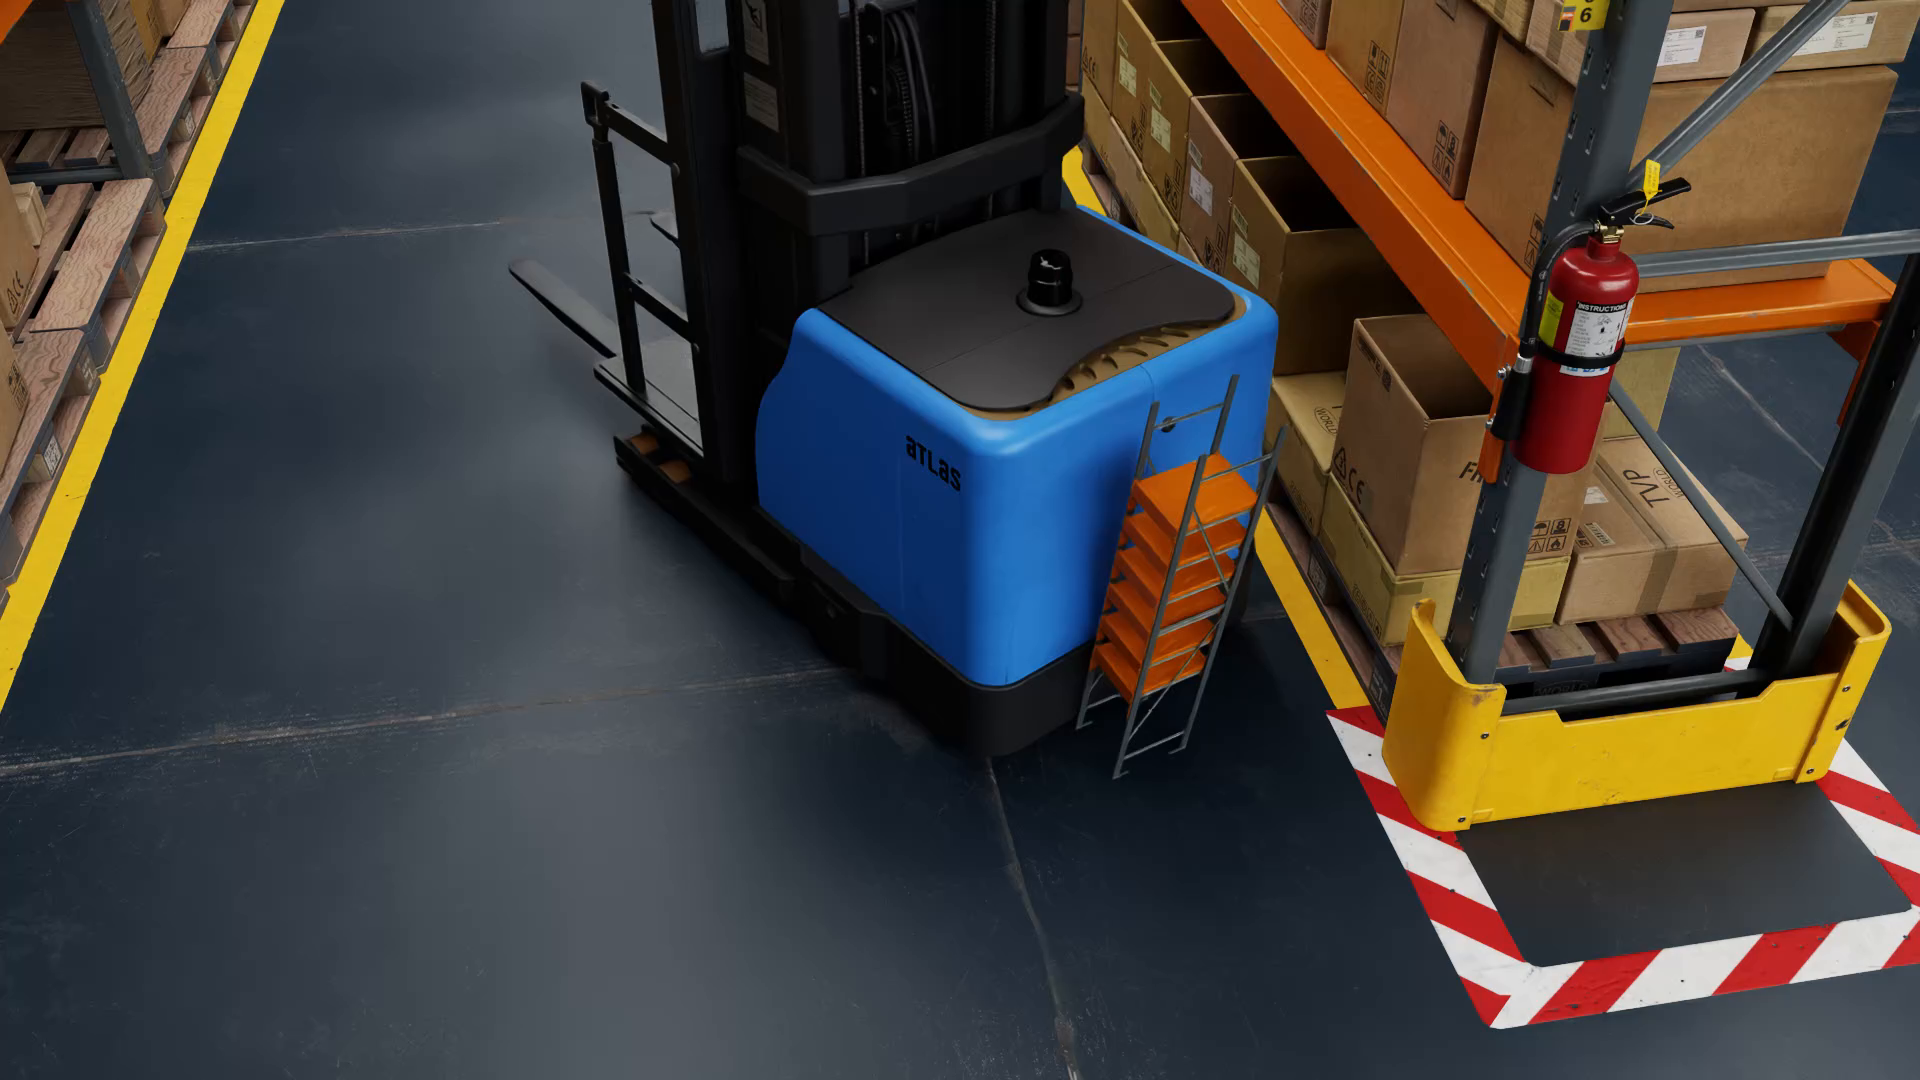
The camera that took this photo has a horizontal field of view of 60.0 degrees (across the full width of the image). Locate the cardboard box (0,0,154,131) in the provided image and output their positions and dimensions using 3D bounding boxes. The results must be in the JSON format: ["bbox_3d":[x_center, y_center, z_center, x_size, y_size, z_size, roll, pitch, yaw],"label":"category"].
[{"bbox_3d":[-3.991,-2.118,7.211,0.700,0.500,0.500,-5,38,-6],"label":"cardboard box"}]

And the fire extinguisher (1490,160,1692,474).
[{"bbox_3d":[1.295,-0.456,3.455,0.296,0.674,0.183,-6,38,-8],"label":"fire extinguisher"}]

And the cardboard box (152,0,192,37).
[{"bbox_3d":[-4.181,-2.738,8.008,0.700,0.500,0.500,-6,38,-7],"label":"cardboard box"}]

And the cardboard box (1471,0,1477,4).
[{"bbox_3d":[1.385,-1.426,4.031,0.380,0.149,0.250,-7,38,-9],"label":"cardboard box"}]

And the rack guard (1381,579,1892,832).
[{"bbox_3d":[1.736,0.394,4.336,1.175,0.500,0.348,-6,38,-8],"label":"rack guard"}]

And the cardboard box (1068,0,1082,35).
[{"bbox_3d":[0.678,-2.539,7.515,0.500,0.311,0.500,-6,38,-8],"label":"cardboard box"}]

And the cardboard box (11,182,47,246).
[{"bbox_3d":[-3.722,-1.224,6.331,0.380,0.166,0.250,-11,39,-14],"label":"cardboard box"}]

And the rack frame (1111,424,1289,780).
[{"bbox_3d":[0.562,0.193,4.039,0.240,1.200,0.006,-20,52,-23],"label":"rack frame"}]

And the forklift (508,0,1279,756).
[{"bbox_3d":[-0.477,-1.424,4.694,1.130,2.935,3.031,-27,45,-30],"label":"forklift"}]

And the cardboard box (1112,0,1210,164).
[{"bbox_3d":[0.899,-1.785,6.391,0.500,0.500,0.500,-6,38,-8],"label":"cardboard box"}]

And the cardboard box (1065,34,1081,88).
[{"bbox_3d":[0.673,-2.323,7.694,0.500,0.250,0.500,-7,38,-8],"label":"cardboard box"}]

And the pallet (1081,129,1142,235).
[{"bbox_3d":[1.129,-1.438,6.929,1.003,0.211,1.213,-6,38,-8],"label":"pallet"}]

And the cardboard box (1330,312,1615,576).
[{"bbox_3d":[1.345,-0.276,4.448,0.500,0.500,0.500,-6,38,-8],"label":"cardboard box"}]

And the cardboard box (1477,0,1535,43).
[{"bbox_3d":[1.430,-1.272,3.832,0.380,0.149,0.250,-5,38,-7],"label":"cardboard box"}]

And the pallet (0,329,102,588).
[{"bbox_3d":[-3.476,-0.247,5.396,1.003,0.211,1.213,-6,38,-8],"label":"pallet"}]

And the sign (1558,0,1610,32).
[{"bbox_3d":[1.195,-1.109,3.095,0.100,0.325,0.005,-6,38,-8],"label":"sign"}]

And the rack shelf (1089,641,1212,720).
[{"bbox_3d":[0.491,0.325,4.297,0.258,0.103,0.180,-20,52,-23],"label":"rack shelf"}]

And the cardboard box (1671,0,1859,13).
[{"bbox_3d":[1.653,-1.475,3.565,0.700,0.500,0.500,-6,38,-8],"label":"cardboard box"}]

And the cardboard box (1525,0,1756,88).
[{"bbox_3d":[1.477,-1.114,3.629,0.380,0.149,0.250,-7,38,-9],"label":"cardboard box"}]

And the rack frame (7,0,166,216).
[{"bbox_3d":[-3.846,-2.489,6.009,1.000,3.000,0.127,-6,38,-8],"label":"rack frame"}]

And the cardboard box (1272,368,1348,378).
[{"bbox_3d":[1.158,-0.583,5.454,0.500,0.250,0.500,-6,38,-8],"label":"cardboard box"}]

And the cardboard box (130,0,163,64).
[{"bbox_3d":[-4.131,-2.425,7.605,0.700,0.500,0.500,-7,38,-9],"label":"cardboard box"}]

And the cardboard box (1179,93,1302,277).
[{"bbox_3d":[1.069,-1.181,5.612,0.500,0.500,0.500,-6,38,-8],"label":"cardboard box"}]

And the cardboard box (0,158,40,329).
[{"bbox_3d":[-3.624,-1.053,5.839,0.500,0.500,0.500,-9,39,-11],"label":"cardboard box"}]

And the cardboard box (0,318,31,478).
[{"bbox_3d":[-3.356,-0.480,5.102,0.700,0.500,0.500,-9,39,-11],"label":"cardboard box"}]

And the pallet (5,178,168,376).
[{"bbox_3d":[-3.693,-0.986,6.347,1.003,0.211,1.213,-6,38,-8],"label":"pallet"}]

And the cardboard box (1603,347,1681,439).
[{"bbox_3d":[1.767,-0.634,4.908,0.500,0.500,0.500,-6,38,-8],"label":"cardboard box"}]

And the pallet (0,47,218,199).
[{"bbox_3d":[-3.983,-1.858,7.469,1.003,0.211,1.213,-6,38,-8],"label":"pallet"}]

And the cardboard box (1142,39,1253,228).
[{"bbox_3d":[0.979,-1.482,6.001,0.500,0.500,0.500,-6,38,-8],"label":"cardboard box"}]

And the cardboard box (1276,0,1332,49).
[{"bbox_3d":[1.389,-1.866,5.125,0.700,0.500,0.500,-5,38,-7],"label":"cardboard box"}]

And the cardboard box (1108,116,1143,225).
[{"bbox_3d":[0.896,-1.489,6.620,0.500,0.250,0.500,-6,38,-8],"label":"cardboard box"}]

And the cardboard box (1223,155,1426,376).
[{"bbox_3d":[1.155,-0.878,5.223,0.500,0.500,0.500,-6,38,-8],"label":"cardboard box"}]

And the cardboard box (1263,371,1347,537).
[{"bbox_3d":[1.248,-0.281,5.065,0.500,0.250,0.500,-6,38,-8],"label":"cardboard box"}]

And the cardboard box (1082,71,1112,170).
[{"bbox_3d":[0.814,-1.791,7.010,0.500,0.250,0.500,-6,38,-8],"label":"cardboard box"}]

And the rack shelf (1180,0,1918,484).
[{"bbox_3d":[1.381,-1.532,5.363,1.077,0.370,4.000,-6,38,-8],"label":"rack shelf"}]

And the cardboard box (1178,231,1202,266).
[{"bbox_3d":[1.072,-0.885,5.843,0.500,0.250,0.500,-6,38,-8],"label":"cardboard box"}]

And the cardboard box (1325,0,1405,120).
[{"bbox_3d":[1.485,-1.548,4.716,0.700,0.500,0.500,-6,38,-8],"label":"cardboard box"}]

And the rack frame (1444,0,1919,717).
[{"bbox_3d":[1.732,-0.608,3.588,1.000,3.000,0.127,-6,38,-8],"label":"rack frame"}]

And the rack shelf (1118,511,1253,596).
[{"bbox_3d":[0.535,-0.001,3.948,0.258,0.103,0.180,-20,52,-23],"label":"rack shelf"}]

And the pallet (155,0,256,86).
[{"bbox_3d":[-4.201,-2.596,8.420,1.003,0.211,1.213,-6,38,-8],"label":"pallet"}]

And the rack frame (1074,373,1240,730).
[{"bbox_3d":[0.471,0.071,4.141,0.240,1.200,0.006,-20,52,-23],"label":"rack frame"}]

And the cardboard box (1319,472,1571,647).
[{"bbox_3d":[1.347,0.020,4.678,0.500,0.250,0.500,-6,38,-8],"label":"cardboard box"}]

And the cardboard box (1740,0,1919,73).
[{"bbox_3d":[1.875,-1.164,3.693,0.380,0.149,0.250,-6,38,-8],"label":"cardboard box"}]

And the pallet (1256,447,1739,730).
[{"bbox_3d":[1.557,0.036,5.032,1.003,0.211,1.213,-6,38,-8],"label":"pallet"}]

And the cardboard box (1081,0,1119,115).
[{"bbox_3d":[0.804,-2.086,6.778,0.500,0.500,0.500,-6,38,-8],"label":"cardboard box"}]

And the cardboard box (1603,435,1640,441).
[{"bbox_3d":[1.766,-0.337,5.138,0.500,0.250,0.500,-6,38,-8],"label":"cardboard box"}]

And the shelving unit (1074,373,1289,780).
[{"bbox_3d":[0.517,0.132,4.090,0.258,1.200,0.189,-20,52,-23],"label":"shelving unit"}]

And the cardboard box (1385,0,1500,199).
[{"bbox_3d":[1.566,-1.247,4.329,0.700,0.500,0.500,-5,38,-7],"label":"cardboard box"}]

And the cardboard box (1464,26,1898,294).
[{"bbox_3d":[1.663,-0.931,3.922,0.700,0.500,0.500,-6,38,-8],"label":"cardboard box"}]

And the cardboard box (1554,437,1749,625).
[{"bbox_3d":[1.857,-0.036,4.750,0.500,0.250,0.500,-6,38,-8],"label":"cardboard box"}]

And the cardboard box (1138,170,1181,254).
[{"bbox_3d":[0.979,-1.186,6.231,0.500,0.250,0.500,-6,38,-8],"label":"cardboard box"}]

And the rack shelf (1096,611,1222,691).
[{"bbox_3d":[0.502,0.244,4.210,0.258,0.103,0.180,-20,52,-23],"label":"rack shelf"}]

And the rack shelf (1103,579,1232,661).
[{"bbox_3d":[0.513,0.162,4.122,0.258,0.103,0.180,-20,52,-23],"label":"rack shelf"}]

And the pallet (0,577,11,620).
[{"bbox_3d":[-3.265,0.488,4.450,1.003,0.211,1.213,-6,38,-8],"label":"pallet"}]

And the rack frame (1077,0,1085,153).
[{"bbox_3d":[1.031,-3.024,6.697,1.000,3.000,0.127,-6,38,-8],"label":"rack frame"}]

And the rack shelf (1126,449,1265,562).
[{"bbox_3d":[0.546,-0.083,3.861,0.258,0.103,0.180,-20,52,-23],"label":"rack shelf"}]

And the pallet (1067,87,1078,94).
[{"bbox_3d":[0.863,-2.364,8.120,1.003,0.211,1.213,-6,38,-8],"label":"pallet"}]

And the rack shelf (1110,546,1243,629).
[{"bbox_3d":[0.524,0.080,4.035,0.258,0.103,0.180,-20,52,-23],"label":"rack shelf"}]
